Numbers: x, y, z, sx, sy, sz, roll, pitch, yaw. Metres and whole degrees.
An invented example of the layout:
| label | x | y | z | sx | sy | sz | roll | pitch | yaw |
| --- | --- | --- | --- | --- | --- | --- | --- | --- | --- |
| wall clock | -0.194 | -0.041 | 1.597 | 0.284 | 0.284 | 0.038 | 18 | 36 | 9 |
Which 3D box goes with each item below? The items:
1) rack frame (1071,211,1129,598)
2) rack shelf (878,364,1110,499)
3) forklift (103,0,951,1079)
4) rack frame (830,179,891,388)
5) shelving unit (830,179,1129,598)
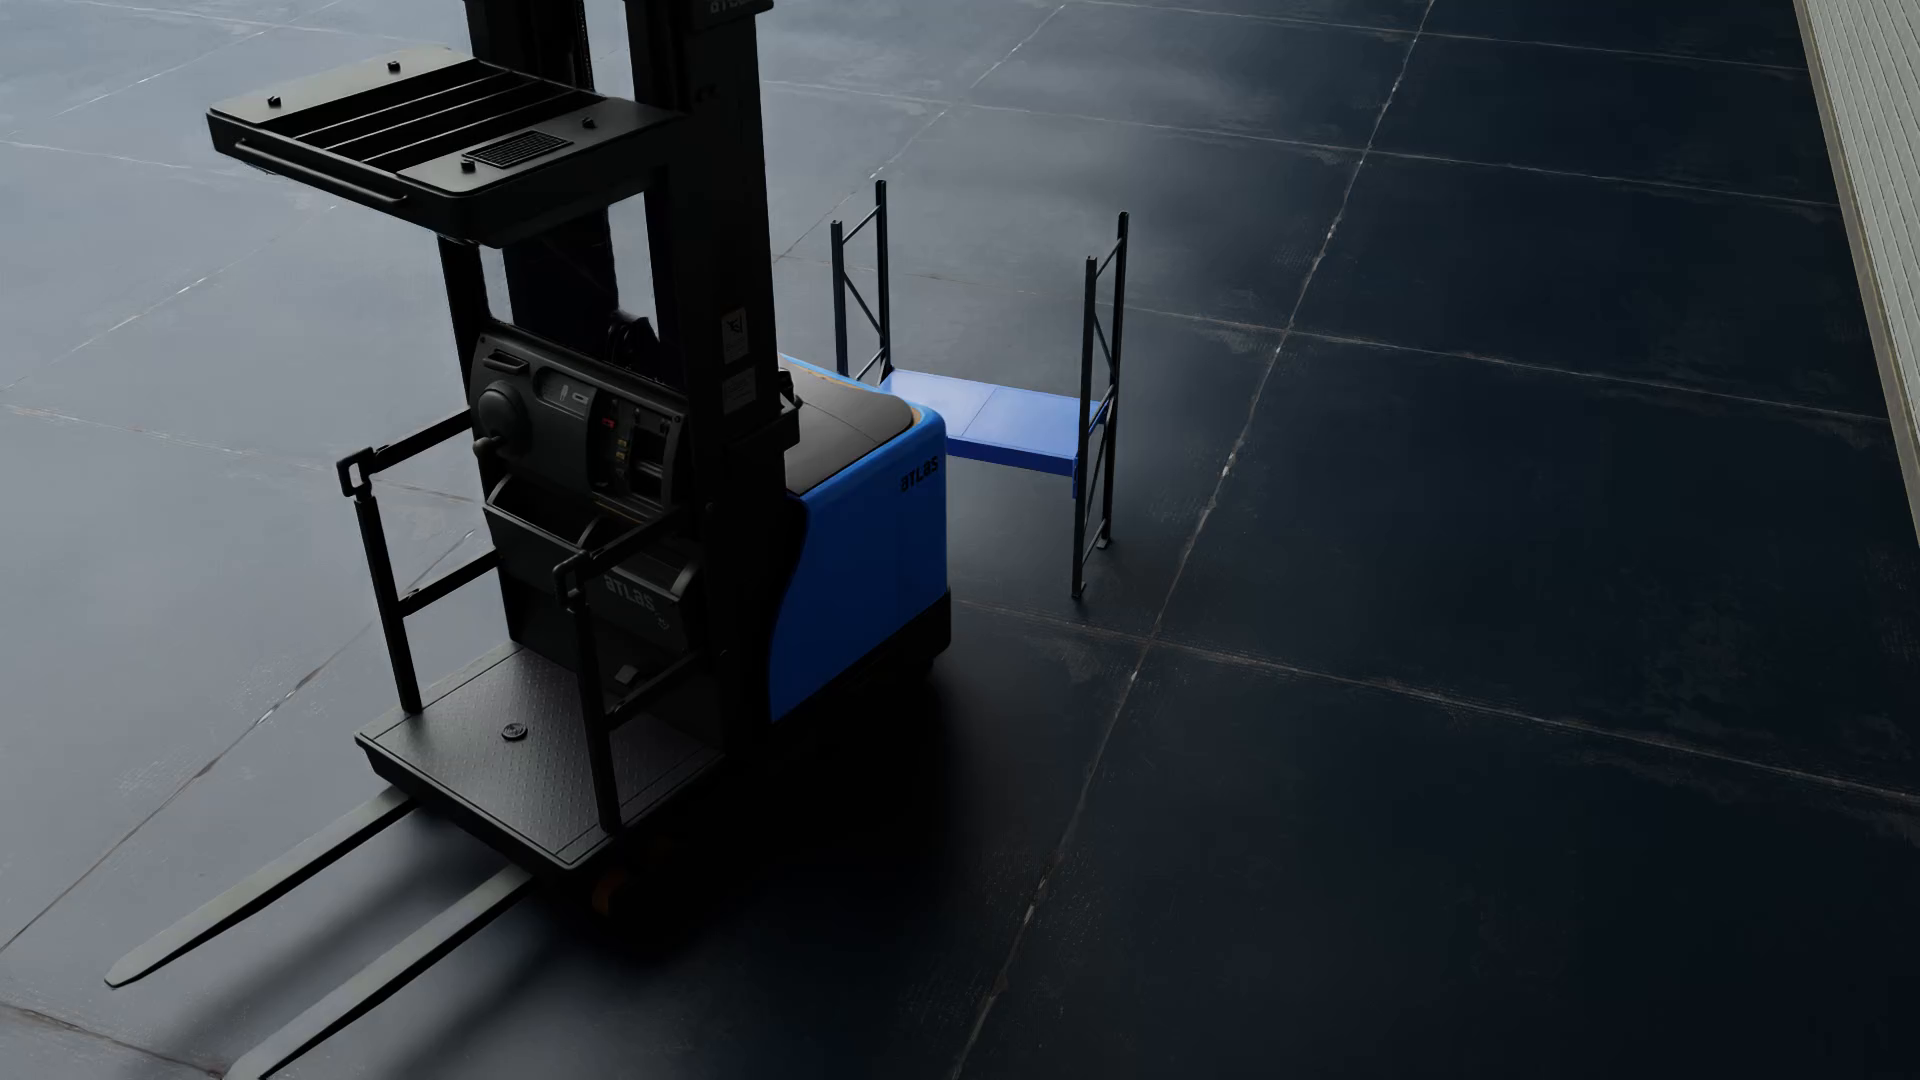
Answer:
| label | x | y | z | sx | sy | sz | roll | pitch | yaw |
| --- | --- | --- | --- | --- | --- | --- | --- | --- | --- |
| rack frame | 0.559 | -0.521 | 6.675 | 0.032 | 1.500 | 0.500 | 11 | 34 | 16 |
| rack shelf | 0.080 | -0.463 | 6.917 | 1.000 | 0.185 | 0.538 | 11 | 34 | 16 |
| forklift | -1.325 | -0.309 | 5.027 | 1.130 | 2.935 | 3.031 | 22 | 39 | 30 |
| rack frame | -0.398 | -0.708 | 6.963 | 0.032 | 1.500 | 0.500 | 11 | 34 | 16 |
| shelving unit | 0.080 | -0.614 | 6.819 | 1.048 | 1.500 | 0.538 | 11 | 34 | 16 |
